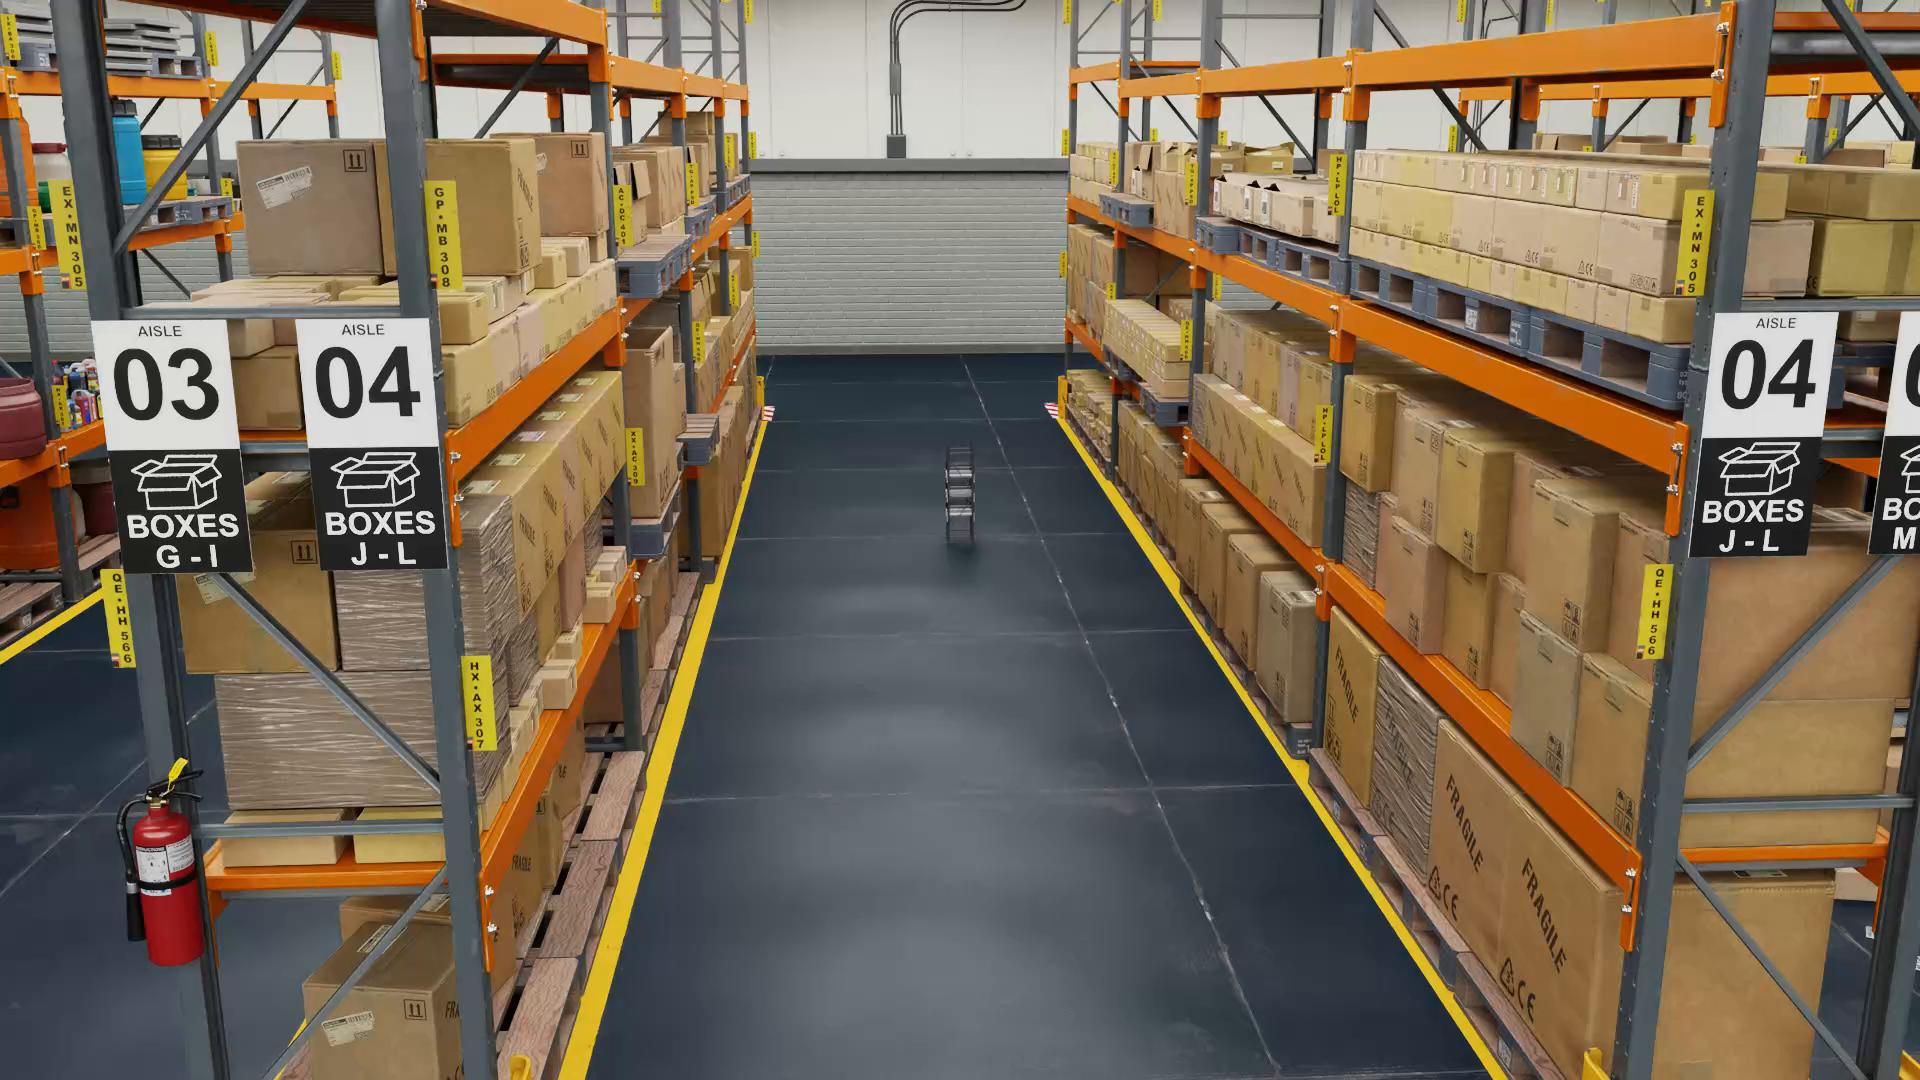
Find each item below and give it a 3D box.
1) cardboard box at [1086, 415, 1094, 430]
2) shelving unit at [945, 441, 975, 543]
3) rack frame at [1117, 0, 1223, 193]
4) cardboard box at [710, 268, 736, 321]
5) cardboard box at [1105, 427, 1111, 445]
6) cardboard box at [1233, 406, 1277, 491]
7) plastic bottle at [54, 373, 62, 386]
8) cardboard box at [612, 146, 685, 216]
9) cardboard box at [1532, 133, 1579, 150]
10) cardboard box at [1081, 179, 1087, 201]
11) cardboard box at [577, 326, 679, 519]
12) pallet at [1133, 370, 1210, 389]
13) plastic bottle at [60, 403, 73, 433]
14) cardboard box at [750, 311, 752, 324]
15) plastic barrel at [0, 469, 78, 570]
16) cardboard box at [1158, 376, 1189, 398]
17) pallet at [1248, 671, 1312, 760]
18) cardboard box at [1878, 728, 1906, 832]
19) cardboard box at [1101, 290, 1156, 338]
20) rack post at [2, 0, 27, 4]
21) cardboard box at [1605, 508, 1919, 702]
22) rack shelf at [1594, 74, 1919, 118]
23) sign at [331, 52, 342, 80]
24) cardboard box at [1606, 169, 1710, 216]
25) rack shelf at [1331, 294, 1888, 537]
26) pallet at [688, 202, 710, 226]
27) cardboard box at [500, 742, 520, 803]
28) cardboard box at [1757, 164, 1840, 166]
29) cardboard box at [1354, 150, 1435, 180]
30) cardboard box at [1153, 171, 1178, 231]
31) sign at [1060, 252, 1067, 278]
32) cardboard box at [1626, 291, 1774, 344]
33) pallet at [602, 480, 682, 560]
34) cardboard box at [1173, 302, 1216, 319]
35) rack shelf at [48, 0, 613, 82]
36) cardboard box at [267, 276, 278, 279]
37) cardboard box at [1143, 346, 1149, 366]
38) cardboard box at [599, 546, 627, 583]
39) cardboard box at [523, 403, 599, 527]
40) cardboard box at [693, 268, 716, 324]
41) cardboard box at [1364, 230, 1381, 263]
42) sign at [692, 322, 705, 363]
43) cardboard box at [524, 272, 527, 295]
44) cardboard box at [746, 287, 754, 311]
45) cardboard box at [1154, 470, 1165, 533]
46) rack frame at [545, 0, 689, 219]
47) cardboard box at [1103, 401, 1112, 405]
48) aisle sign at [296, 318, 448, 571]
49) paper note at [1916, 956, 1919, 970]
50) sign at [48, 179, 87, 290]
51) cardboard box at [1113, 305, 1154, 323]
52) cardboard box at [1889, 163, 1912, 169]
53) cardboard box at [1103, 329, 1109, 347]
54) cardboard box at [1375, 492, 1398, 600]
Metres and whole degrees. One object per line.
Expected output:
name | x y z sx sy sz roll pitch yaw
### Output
cardboard box | 1.675 -1.373 19.444 0.380 0.149 0.250 -1 14 -3
shelving unit | 0.000 -0.438 15.146 0.258 0.900 0.210 -1 14 -3
rack frame | 2.101 -4.980 16.548 1.000 3.000 0.127 -1 14 -3
cardboard box | -2.630 -2.581 17.462 0.500 0.500 0.500 -1 14 -3
cardboard box | 1.764 -1.115 17.846 0.380 0.149 0.250 -1 14 -2
cardboard box | 2.201 -0.637 11.506 0.500 0.500 0.500 -1 14 -4
plastic bottle | -7.941 -1.322 14.604 0.061 0.283 0.133 -1 14 -3
cardboard box | -2.329 -2.657 12.334 0.500 0.500 0.500 -1 14 -2
cardboard box | 6.762 -4.421 19.148 0.500 0.500 0.500 -1 14 -2
cardboard box | 1.699 -4.075 19.351 0.500 0.250 0.500 -1 14 -5
cardboard box | -2.270 -0.728 10.012 1.000 1.000 1.000 -1 14 -3
pallet | 2.185 -1.479 15.364 1.003 0.211 1.213 -1 14 -3
plastic bottle | -7.256 -1.005 13.385 0.152 0.276 0.135 -1 14 -3
cardboard box | -2.721 -2.686 20.173 0.380 0.149 0.250 -1 14 -3
plastic barrel | -7.599 -0.226 13.622 0.600 0.830 0.708 -1 14 -3
cardboard box | 1.859 -1.278 13.857 0.380 0.149 0.250 -1 14 -3
pallet | 2.473 1.074 10.651 1.003 0.211 1.213 -1 14 -3
cardboard box | 5.077 1.321 8.834 0.797 0.637 0.503 -1 14 -3
cardboard box | 1.789 -2.383 17.696 0.500 0.500 0.500 -1 14 -3
rack post | -7.698 -4.300 12.867 0.624 0.289 0.986 -1 14 -3
cardboard box | 2.860 0.221 5.904 0.875 0.550 0.550 -1 14 -3
rack shelf | 7.159 -4.043 15.149 1.077 0.370 4.000 -1 14 -3
sign | -7.499 -5.704 20.006 0.100 0.325 0.005 -1 14 -3
cardboard box | 2.471 -1.200 5.736 0.380 0.149 0.250 -1 14 -3
rack shelf | 2.720 -0.692 7.345 1.077 0.370 4.000 -1 14 -3
pallet | -2.773 -2.827 14.579 1.003 0.211 1.213 0 14 -1
cardboard box | -1.889 0.883 6.303 0.380 0.149 0.250 -1 14 -3
cardboard box | 3.096 -1.336 6.265 0.380 0.149 0.250 -1 14 -3
cardboard box | 2.280 -1.959 8.684 0.380 0.149 0.250 -1 14 -3
cardboard box | 1.989 -2.968 14.545 0.500 0.500 0.500 -1 14 -3
sign | 1.311 -3.481 21.021 0.100 0.325 0.005 -1 14 -3
cardboard box | 2.485 -0.751 5.590 0.380 0.149 0.250 -1 14 -4
pallet | -2.262 -0.133 10.134 1.003 0.211 1.213 -1 14 -3
cardboard box | 2.338 -2.281 16.564 0.380 0.149 0.250 -1 14 -5
rack shelf | -2.236 -2.092 6.772 1.077 0.370 4.000 -1 14 -3
cardboard box | -2.514 -1.000 6.599 0.380 0.149 0.250 -2 15 -6
cardboard box | 1.811 -1.616 14.575 0.380 0.149 0.250 -1 14 -3
cardboard box | -2.053 0.137 9.204 0.380 0.149 0.250 -1 14 -3
cardboard box | -1.995 -0.354 7.803 0.500 0.500 0.500 -1 14 -3
cardboard box | -2.808 -2.399 16.341 0.797 0.503 0.637 -1 14 -5
cardboard box | 2.298 -1.508 8.533 0.380 0.149 0.250 -1 14 -3
sign | -2.067 -1.562 13.136 0.100 0.325 0.005 -1 14 -3
cardboard box | -2.007 -1.070 6.869 0.380 0.149 0.250 -1 14 -4
cardboard box | -2.809 -2.973 20.491 0.500 0.250 0.500 -1 14 -4
cardboard box | 2.019 -0.362 14.810 0.500 0.500 0.500 0 14 -1
rack frame | -2.608 -3.934 12.481 1.000 3.000 0.127 -1 14 -3
cardboard box | 1.803 -1.461 18.593 0.380 0.149 0.250 0 14 -2
aisle sign | -1.809 -0.287 5.130 0.394 0.787 0.004 -1 14 -3
paper note | 4.444 1.942 7.643 0.144 0.017 0.142 4 15 16
sign | -2.668 -0.917 4.998 0.100 0.325 0.005 -1 14 -3
cardboard box | 1.703 -2.207 16.275 0.380 0.149 0.250 -1 14 -3
cardboard box | 11.567 -4.405 20.035 0.500 0.250 0.500 -1 14 -5
cardboard box | 1.666 -2.052 16.866 0.380 0.149 0.250 -2 15 -6
cardboard box | 2.688 0.070 8.658 0.875 0.550 0.550 -1 14 -3
